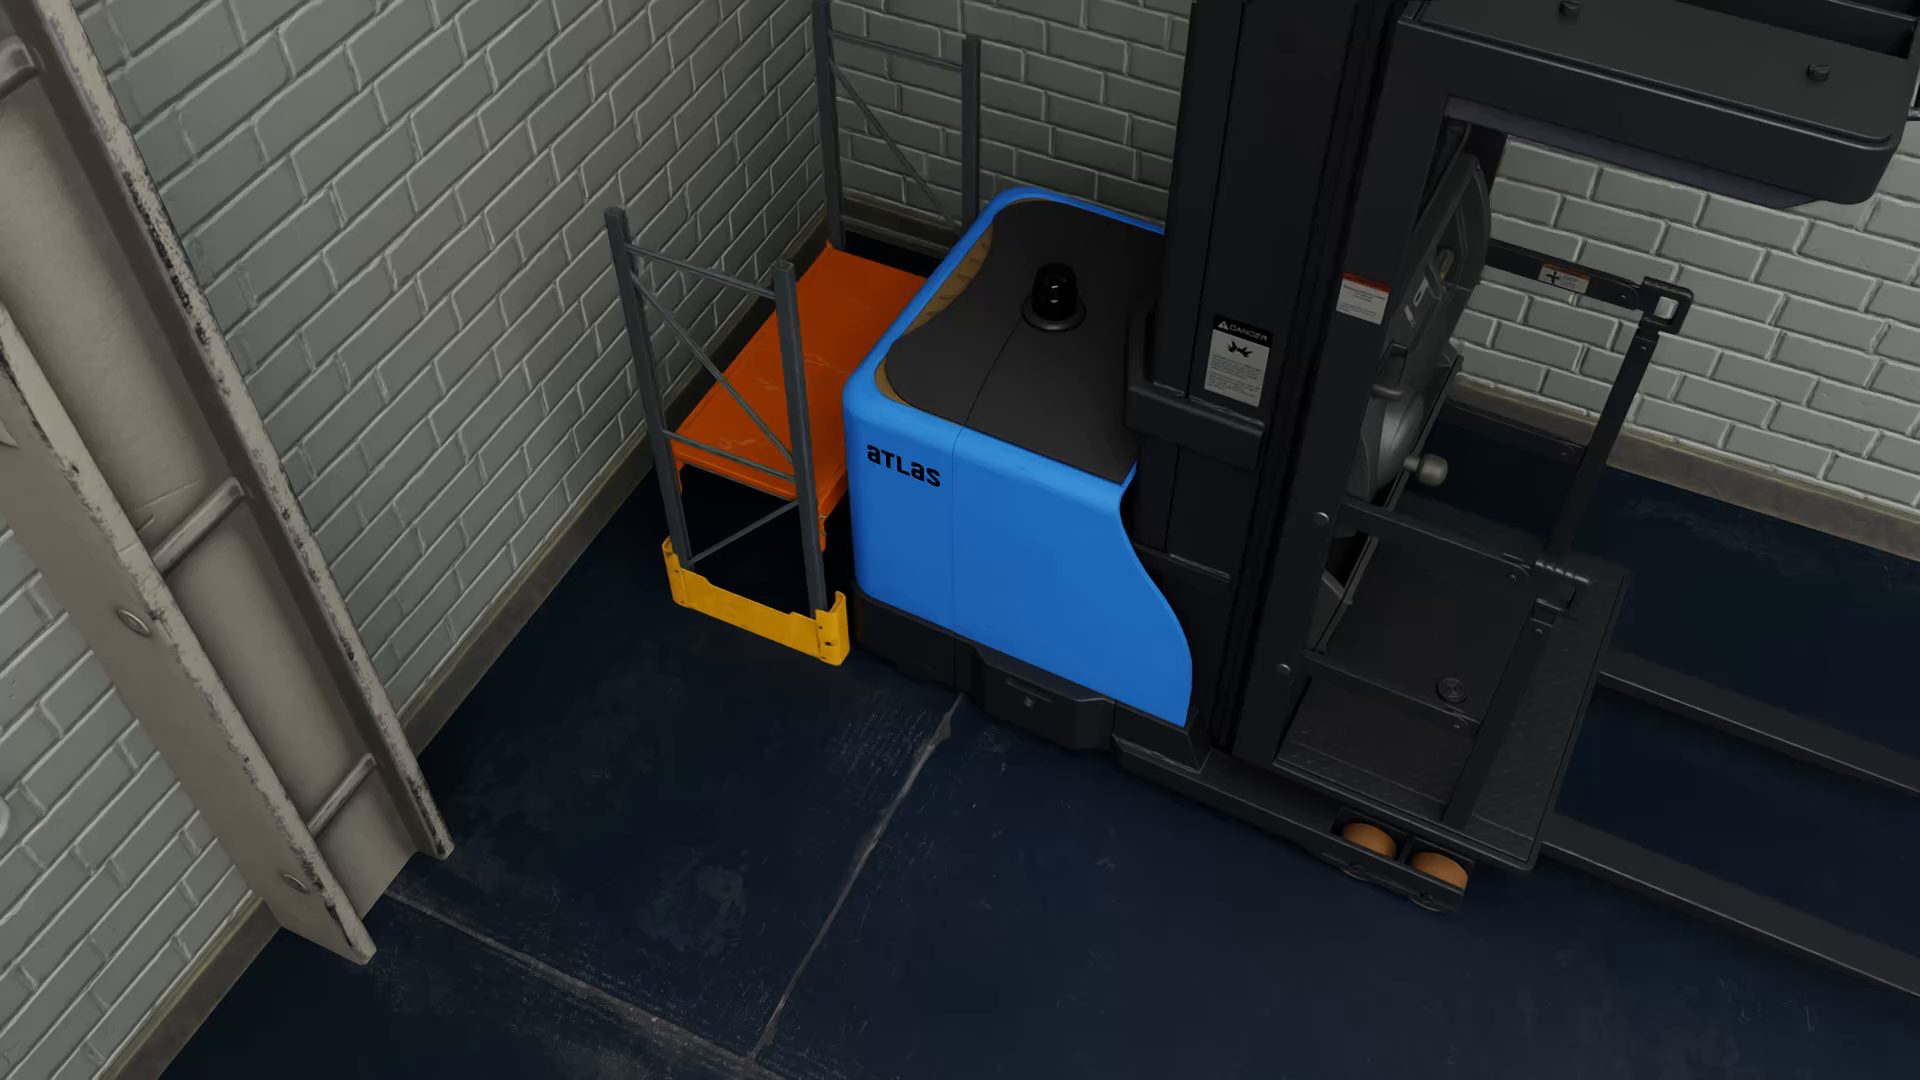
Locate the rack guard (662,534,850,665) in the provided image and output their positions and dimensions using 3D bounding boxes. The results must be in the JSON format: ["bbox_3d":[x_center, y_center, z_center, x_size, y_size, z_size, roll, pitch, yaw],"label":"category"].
[{"bbox_3d":[-0.605,0.172,4.940,0.587,0.250,0.087,20,52,16],"label":"rack guard"}]

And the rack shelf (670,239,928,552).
[{"bbox_3d":[-0.394,-0.453,4.887,0.538,0.185,1.000,20,52,16],"label":"rack shelf"}]

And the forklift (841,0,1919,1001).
[{"bbox_3d":[1.233,-0.435,3.696,3.031,2.935,1.130,22,53,17],"label":"forklift"}]

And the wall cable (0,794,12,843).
[{"bbox_3d":[-2.278,0.568,2.130,0.084,1.984,1.851,20,52,16],"label":"wall cable"}]

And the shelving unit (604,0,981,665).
[{"bbox_3d":[-0.390,-0.575,4.755,0.587,1.500,1.083,20,52,16],"label":"shelving unit"}]

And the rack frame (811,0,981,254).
[{"bbox_3d":[-0.175,-0.919,5.047,0.500,1.500,0.032,20,52,16],"label":"rack frame"}]

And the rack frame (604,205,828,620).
[{"bbox_3d":[-0.613,-0.220,4.452,0.500,1.500,0.032,20,52,16],"label":"rack frame"}]
